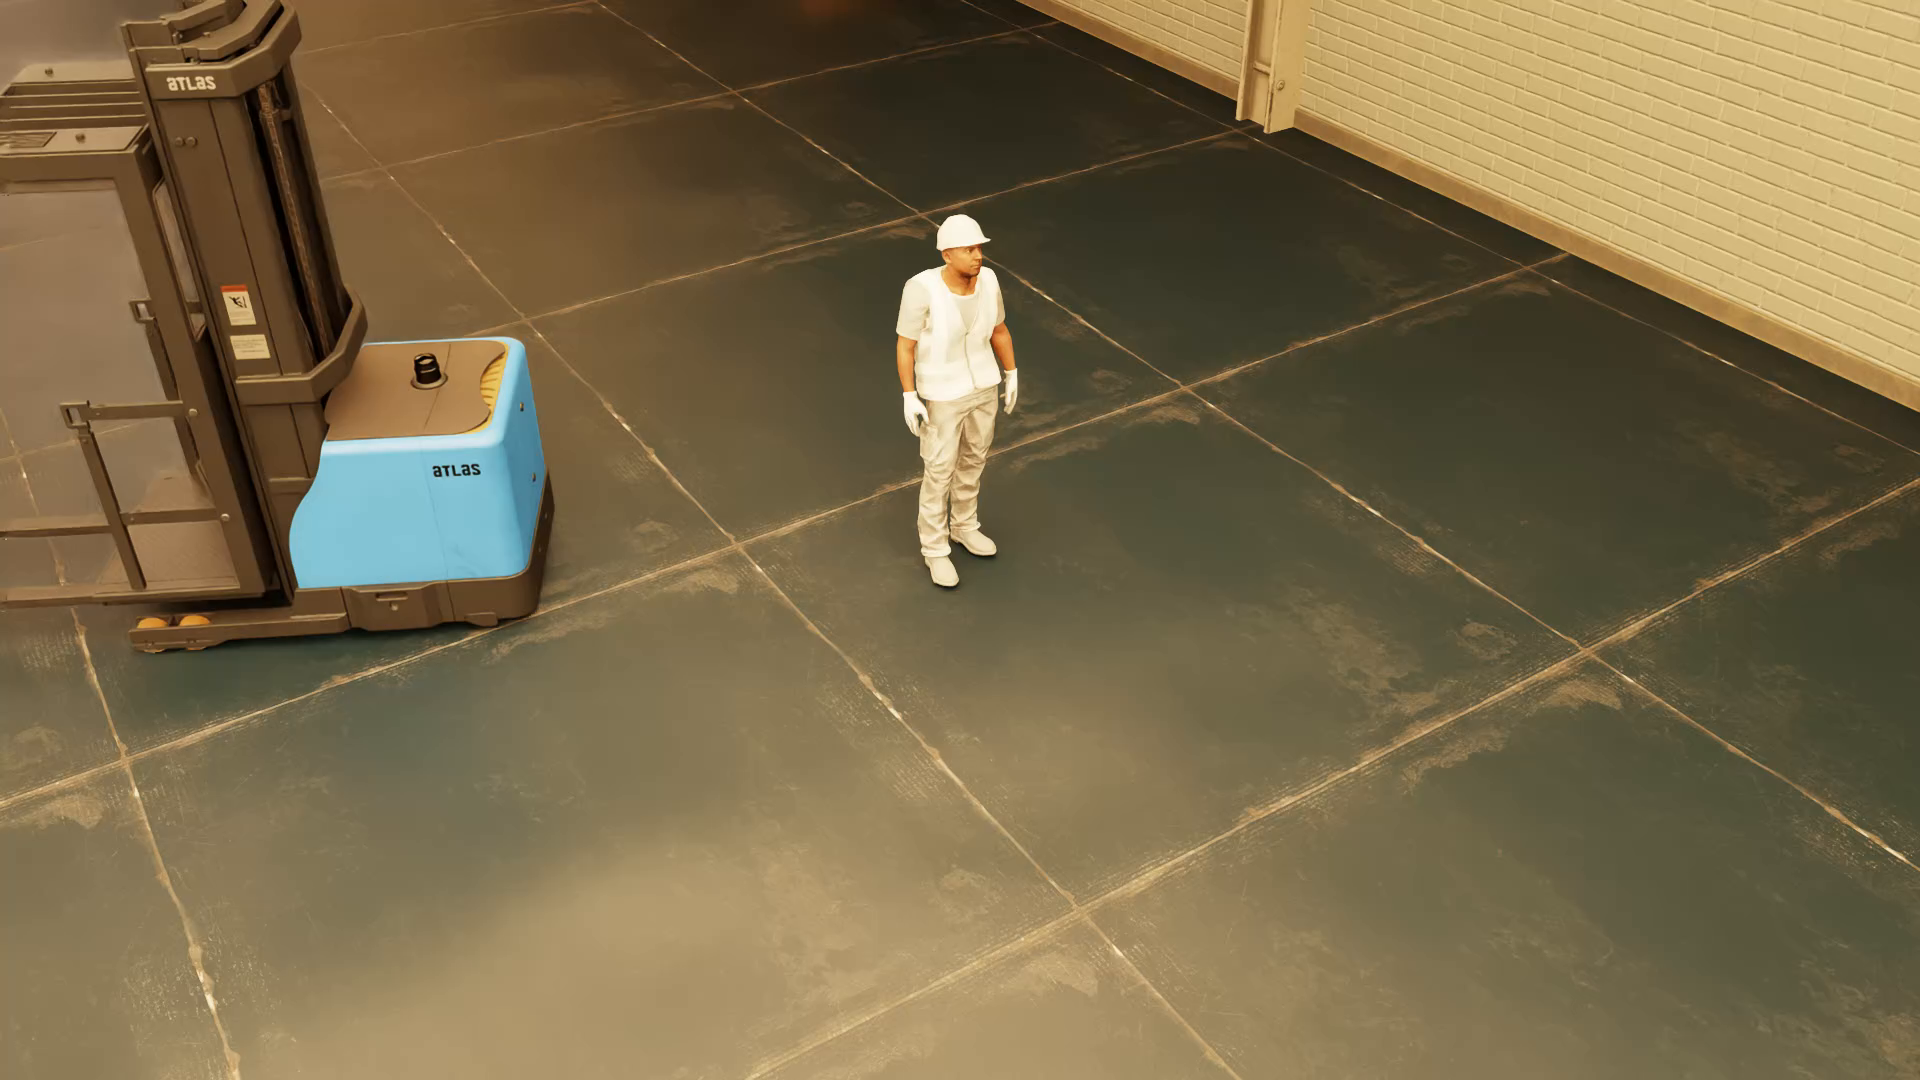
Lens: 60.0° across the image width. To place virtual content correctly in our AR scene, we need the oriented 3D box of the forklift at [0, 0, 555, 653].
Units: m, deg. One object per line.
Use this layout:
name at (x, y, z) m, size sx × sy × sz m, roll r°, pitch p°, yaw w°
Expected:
forklift at (-3.613, -0.982, 7.545) m, size 3.031 × 2.935 × 1.130 m, roll -3°, pitch 35°, yaw -5°

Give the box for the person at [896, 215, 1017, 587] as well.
person at (0.032, -0.698, 8.127) m, size 0.656 × 1.782 × 0.577 m, roll -21°, pitch 40°, yaw -27°
